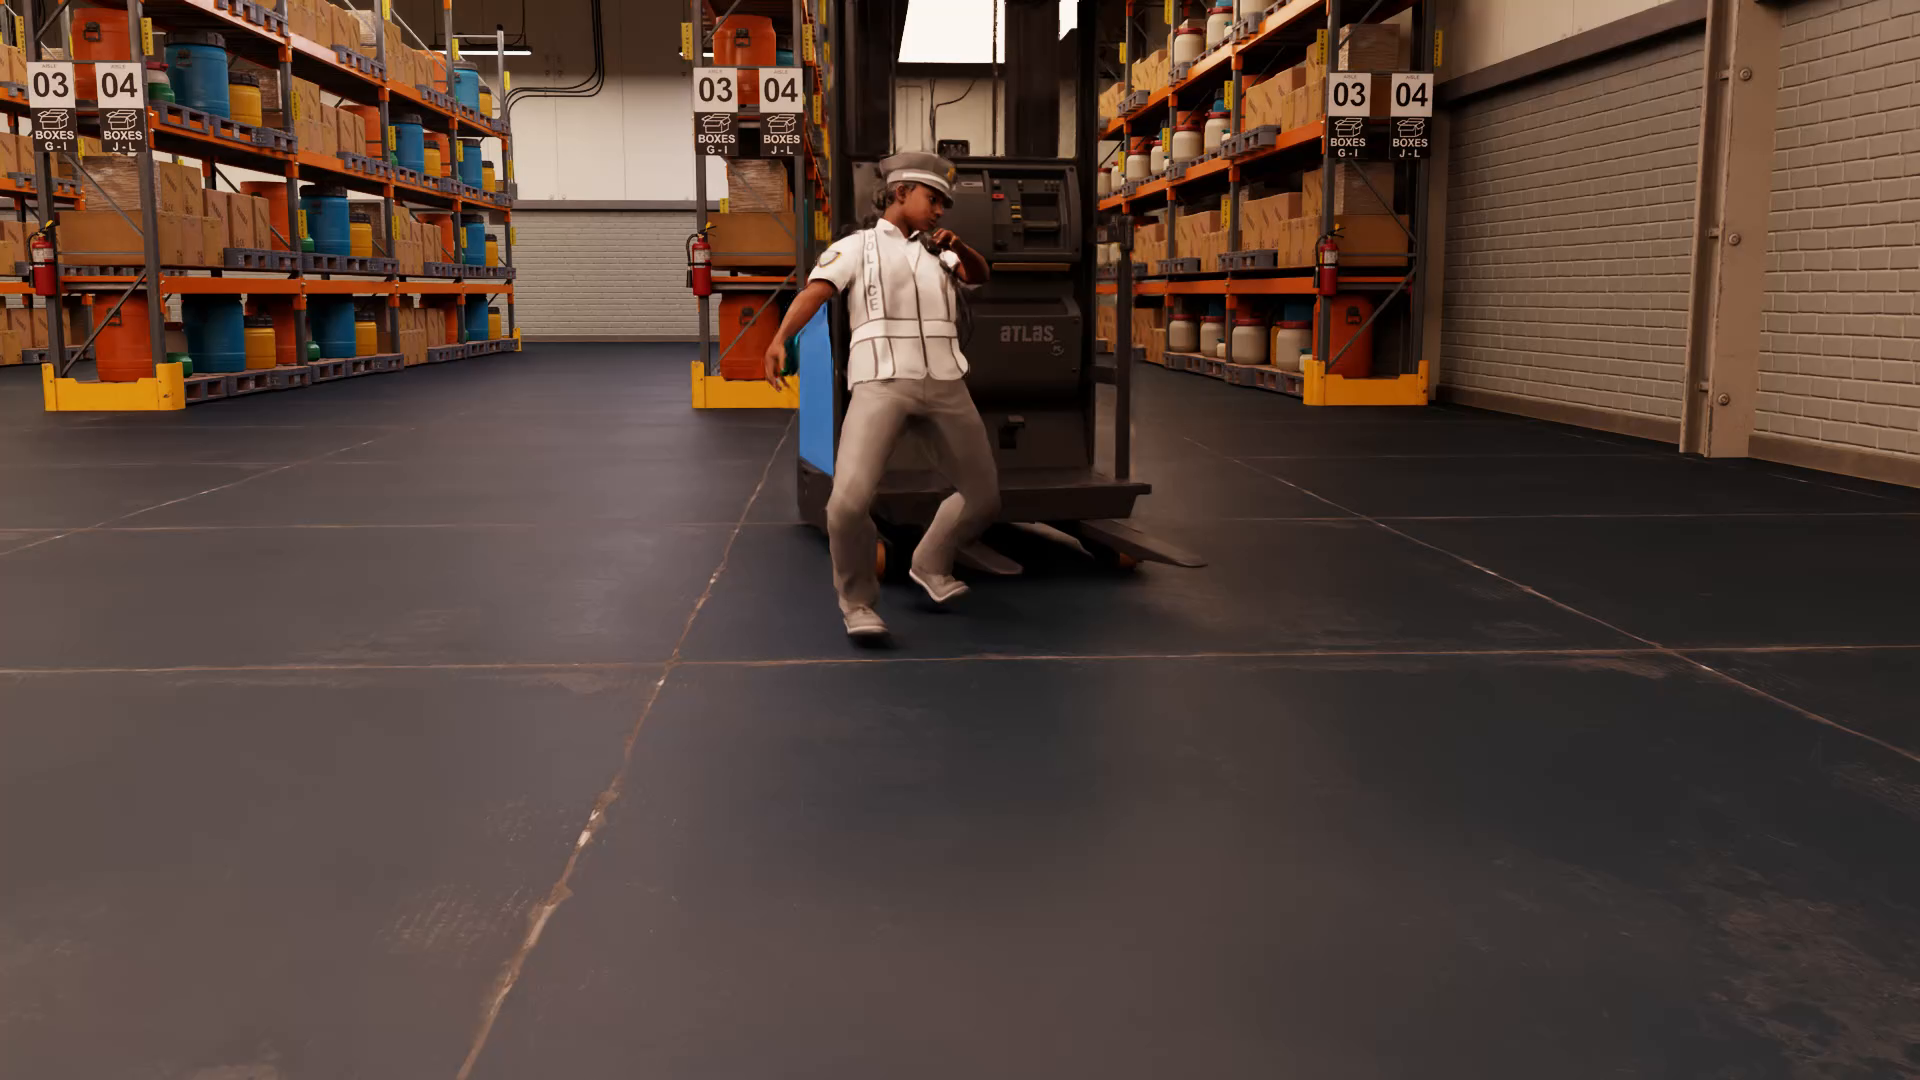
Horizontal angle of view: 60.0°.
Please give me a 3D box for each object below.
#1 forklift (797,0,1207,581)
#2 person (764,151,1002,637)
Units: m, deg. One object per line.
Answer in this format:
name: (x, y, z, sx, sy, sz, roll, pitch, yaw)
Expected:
forklift: (0.086, -1.354, 6.449, 1.130, 2.935, 3.031, -2, 9, -14)
person: (-0.227, -0.461, 5.165, 0.871, 1.492, 0.809, -6, 10, -33)
